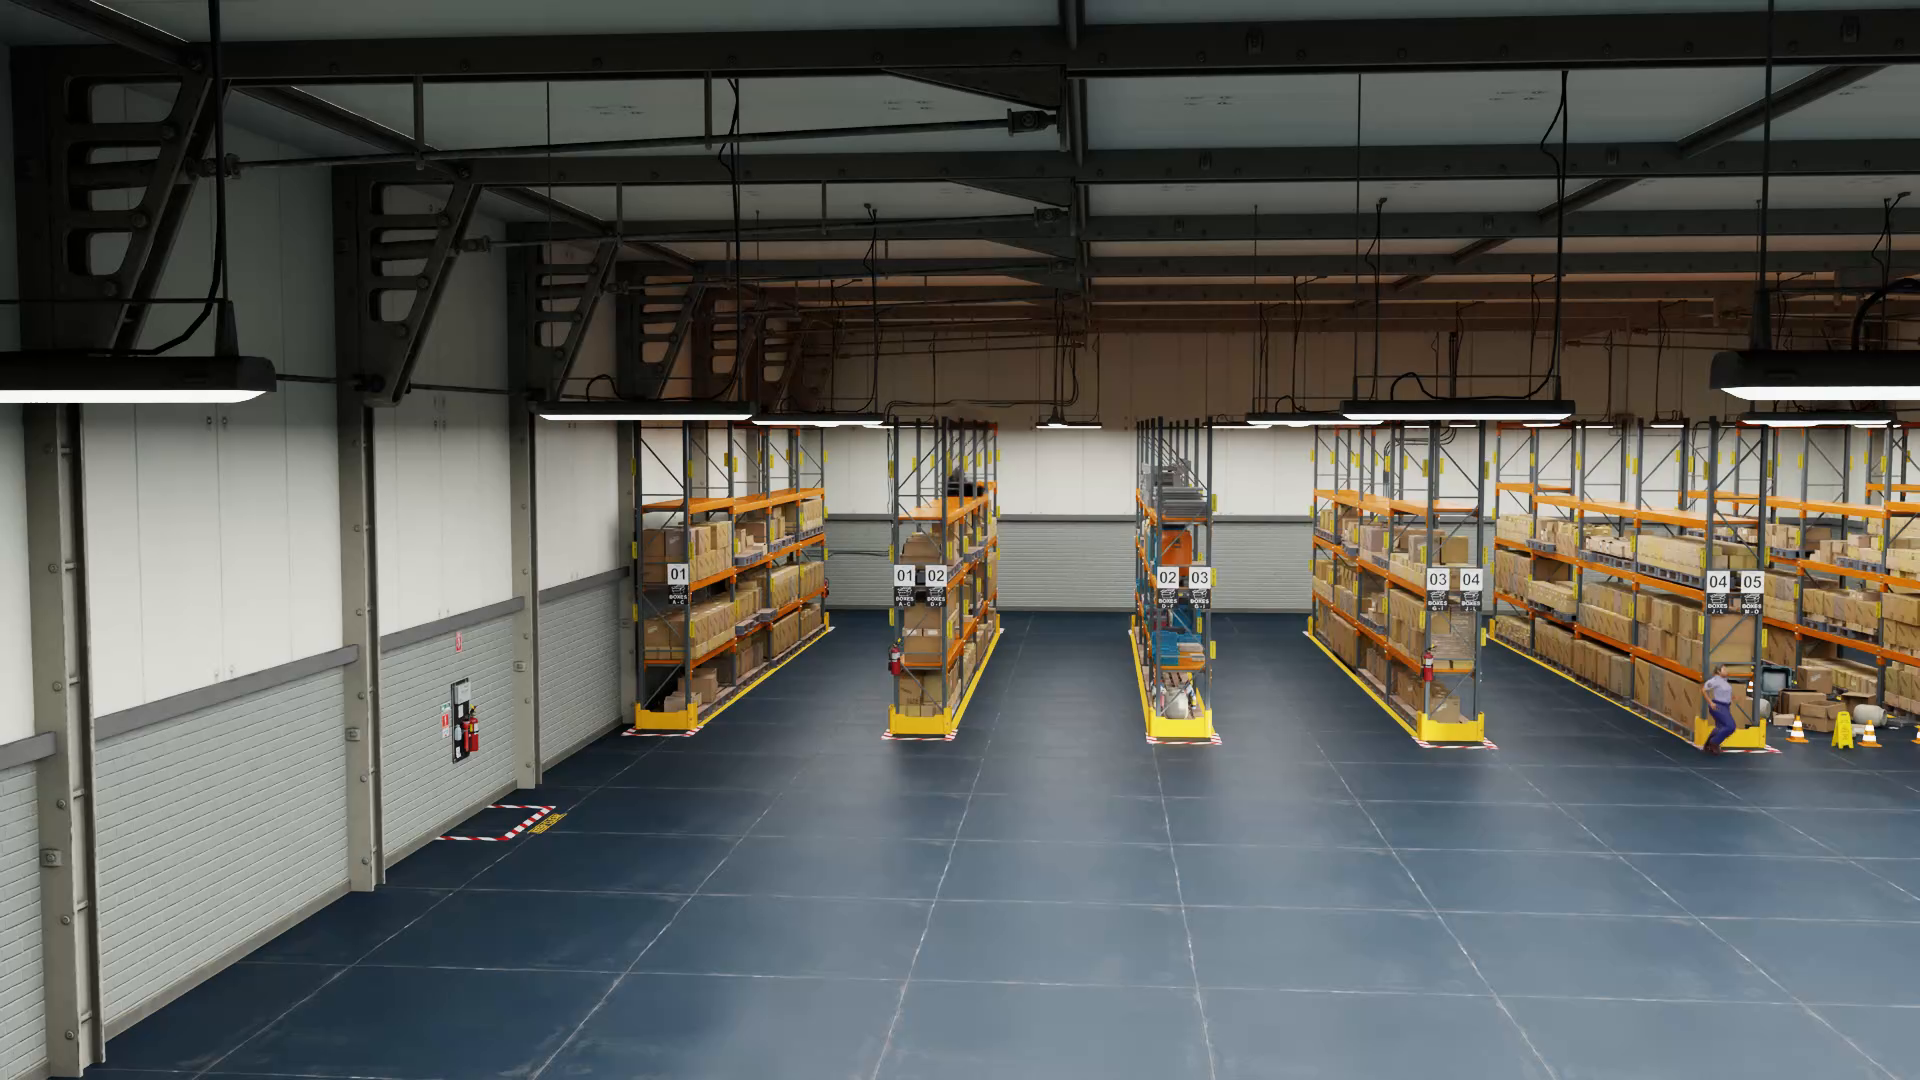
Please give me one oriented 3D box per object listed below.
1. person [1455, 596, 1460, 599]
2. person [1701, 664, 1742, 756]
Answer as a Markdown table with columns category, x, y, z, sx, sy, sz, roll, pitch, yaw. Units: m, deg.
| category | x | y | z | sx | sy | sz | roll | pitch | yaw |
| --- | --- | --- | --- | --- | --- | --- | --- | --- | --- |
| person | 14.017 | 1.826 | 46.818 | 0.646 | 1.707 | 0.679 | -3 | 5 | -38 |
| person | 13.429 | 2.990 | 29.309 | 0.637 | 1.619 | 0.584 | 3 | 5 | 41 |
